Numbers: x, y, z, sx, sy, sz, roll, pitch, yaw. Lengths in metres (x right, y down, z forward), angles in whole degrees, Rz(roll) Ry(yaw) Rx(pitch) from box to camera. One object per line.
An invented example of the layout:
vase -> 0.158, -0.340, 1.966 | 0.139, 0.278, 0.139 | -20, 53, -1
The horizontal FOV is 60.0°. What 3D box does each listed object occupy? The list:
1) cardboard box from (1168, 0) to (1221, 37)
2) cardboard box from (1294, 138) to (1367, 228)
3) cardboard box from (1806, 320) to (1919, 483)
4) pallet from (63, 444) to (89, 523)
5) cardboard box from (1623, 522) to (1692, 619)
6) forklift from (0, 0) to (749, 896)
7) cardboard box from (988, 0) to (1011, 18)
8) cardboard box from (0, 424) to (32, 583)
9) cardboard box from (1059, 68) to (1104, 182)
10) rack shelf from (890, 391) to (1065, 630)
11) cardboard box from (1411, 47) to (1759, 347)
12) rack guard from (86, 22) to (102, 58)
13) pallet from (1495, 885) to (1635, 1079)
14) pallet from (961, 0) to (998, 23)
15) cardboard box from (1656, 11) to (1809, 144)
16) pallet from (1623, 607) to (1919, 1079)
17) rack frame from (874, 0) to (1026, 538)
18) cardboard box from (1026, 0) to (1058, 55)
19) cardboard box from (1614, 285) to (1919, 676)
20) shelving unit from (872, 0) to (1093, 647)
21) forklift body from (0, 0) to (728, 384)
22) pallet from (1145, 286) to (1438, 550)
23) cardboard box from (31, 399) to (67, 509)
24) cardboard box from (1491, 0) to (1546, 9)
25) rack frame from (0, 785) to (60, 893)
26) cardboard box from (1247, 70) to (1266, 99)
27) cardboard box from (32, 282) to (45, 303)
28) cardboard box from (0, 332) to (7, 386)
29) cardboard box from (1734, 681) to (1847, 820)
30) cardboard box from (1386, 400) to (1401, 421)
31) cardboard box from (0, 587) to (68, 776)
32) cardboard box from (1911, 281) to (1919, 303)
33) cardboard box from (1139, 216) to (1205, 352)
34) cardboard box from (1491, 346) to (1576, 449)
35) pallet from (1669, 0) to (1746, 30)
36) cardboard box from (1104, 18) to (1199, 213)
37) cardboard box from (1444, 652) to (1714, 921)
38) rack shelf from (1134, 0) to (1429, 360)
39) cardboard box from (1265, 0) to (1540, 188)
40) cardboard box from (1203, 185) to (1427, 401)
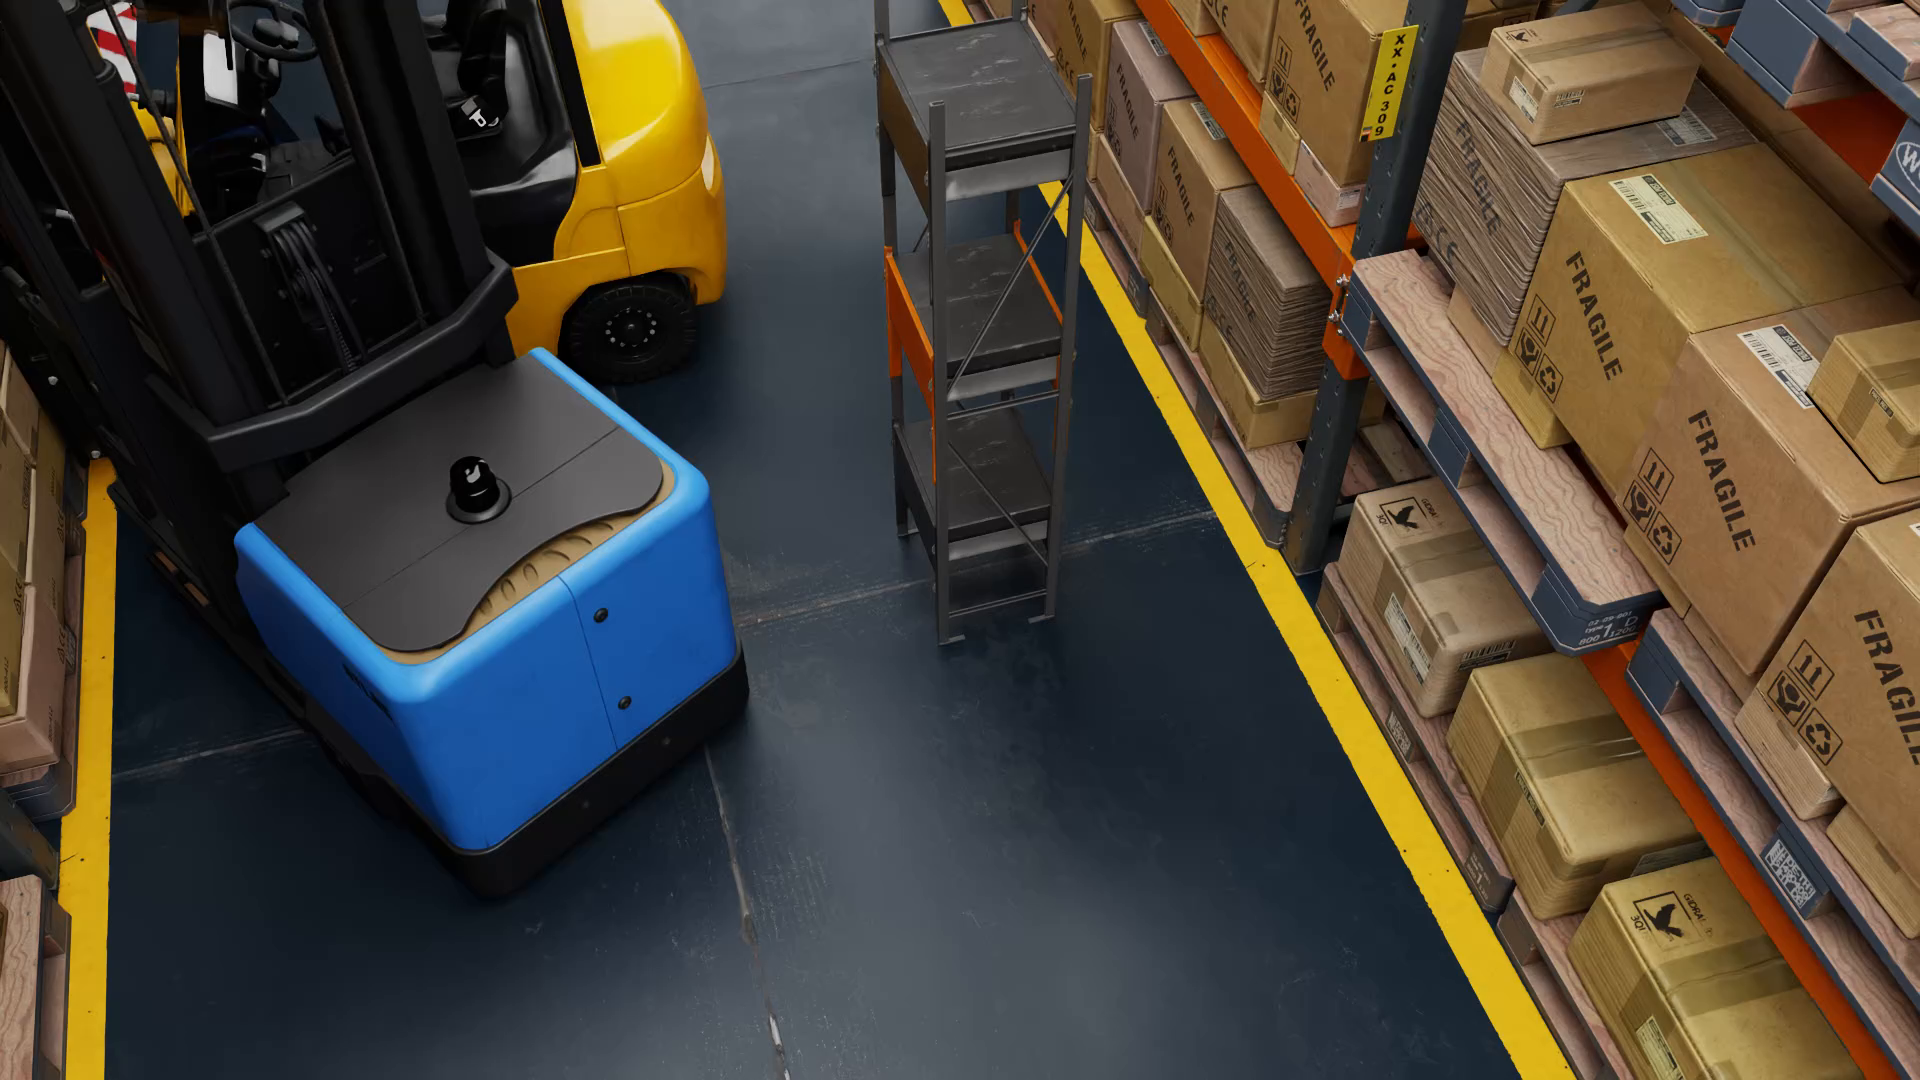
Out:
cardboard box -> 0.908, -1.821, 5.488 | 0.380, 0.149, 0.250 | -14, 51, -12
cardboard box -> 1.211, -1.080, 4.863 | 0.380, 0.149, 0.250 | -14, 51, -11
cardboard box -> 1.818, -0.274, 3.060 | 0.380, 0.149, 0.250 | -11, 51, -9
pallet -> -3.703, -0.454, 5.995 | 1.003, 0.211, 1.213 | -13, 51, -11
cardboard box -> 1.717, -0.003, 3.680 | 0.380, 0.149, 0.250 | -13, 51, -10
forklift -> -2.075, -0.929, 4.616 | 3.031, 2.935, 1.130 | 36, 59, 27
cardboard box -> 0.389, -2.514, 7.431 | 0.500, 0.250, 0.500 | -14, 51, -11
cardboard box -> -3.142, -0.071, 5.044 | 0.500, 0.250, 0.500 | -14, 51, -11
cardboard box -> 0.706, -1.744, 6.782 | 0.500, 0.250, 0.500 | -10, 51, -9
rack shelf -> 0.049, -0.096, 5.391 | 0.431, 0.518, 0.480 | -13, 51, -11
cardboard box -> 1.462, -0.851, 3.971 | 0.500, 0.500, 0.500 | -12, 51, -10
rack guard -> -4.333, -2.003, 7.112 | 1.175, 0.500, 0.348 | -13, 51, -11
pallet -> 2.194, 1.365, 4.461 | 1.003, 0.211, 1.213 | -13, 51, -11
pallet -> 0.643, -2.361, 7.602 | 1.003, 0.211, 1.213 | -13, 51, -11
cardboard box -> 1.953, -0.973, 4.074 | 0.500, 0.500, 0.500 | -14, 51, -12
pallet -> 2.156, 0.552, 3.448 | 1.003, 0.211, 1.213 | -13, 51, -11
rack frame -> -0.023, -0.734, 4.996 | 0.400, 2.100, 0.015 | -13, 51, -11
cardboard box -> 0.555, -2.357, 6.809 | 0.500, 0.500, 0.500 | -15, 52, -12
cardboard box -> 1.744, -0.121, 3.356 | 0.500, 0.500, 0.500 | -14, 51, -11
shelving unit -> 0.049, -0.556, 4.845 | 0.431, 2.100, 0.503 | -13, 51, -11
forklift body -> -2.023, -1.545, 5.646 | 2.313, 2.155, 1.214 | -13, 51, -11
pallet -> 1.365, -0.579, 6.100 | 1.003, 0.211, 1.213 | -13, 51, -11
cardboard box -> -3.302, -0.286, 5.553 | 0.500, 0.250, 0.500 | -13, 51, -10
cardboard box -> 1.674, -1.816, 4.405 | 0.700, 0.500, 0.500 | -14, 51, -11
rack frame -> -3.143, 0.130, 3.678 | 1.000, 3.000, 0.127 | -13, 51, -11
cardboard box -> 1.128, -1.468, 5.190 | 0.380, 0.149, 0.250 | -13, 51, -11
cardboard box -> -3.428, -0.809, 5.667 | 0.500, 0.250, 0.500 | -13, 51, -11
cardboard box -> -3.286, -0.602, 5.165 | 0.500, 0.250, 0.500 | -12, 51, -10
cardboard box -> 1.818, 0.384, 3.354 | 0.380, 0.149, 0.250 | -12, 51, -10
cardboard box -> 1.681, -0.736, 5.932 | 0.500, 0.250, 0.500 | -15, 52, -13
cardboard box -> -2.970, 0.453, 4.930 | 0.500, 0.250, 0.500 | -13, 51, -11
cardboard box -> 2.248, -0.233, 3.450 | 0.500, 0.500, 0.500 | -12, 51, -10
cardboard box -> 0.999, -1.002, 6.156 | 0.500, 0.250, 0.500 | -15, 51, -12
cardboard box -> 1.524, -0.390, 4.006 | 0.380, 0.149, 0.250 | -12, 51, -10
pallet -> 1.678, -1.426, 3.151 | 1.213, 0.211, 1.003 | -13, 51, -11
cardboard box -> 0.862, -1.601, 6.171 | 0.500, 0.500, 0.500 | -11, 51, -9
cardboard box -> 1.971, 0.624, 4.706 | 0.950, 0.372, 0.625 | -10, 51, -9
rack shelf -> 1.006, -2.224, 6.133 | 1.077, 0.370, 4.000 | -13, 51, -11
cardboard box -> 1.228, -1.391, 4.701 | 0.500, 0.500, 0.500 | -14, 51, -12
cardboard box -> 1.166, -0.857, 5.544 | 0.500, 0.500, 0.500 | -14, 51, -11
